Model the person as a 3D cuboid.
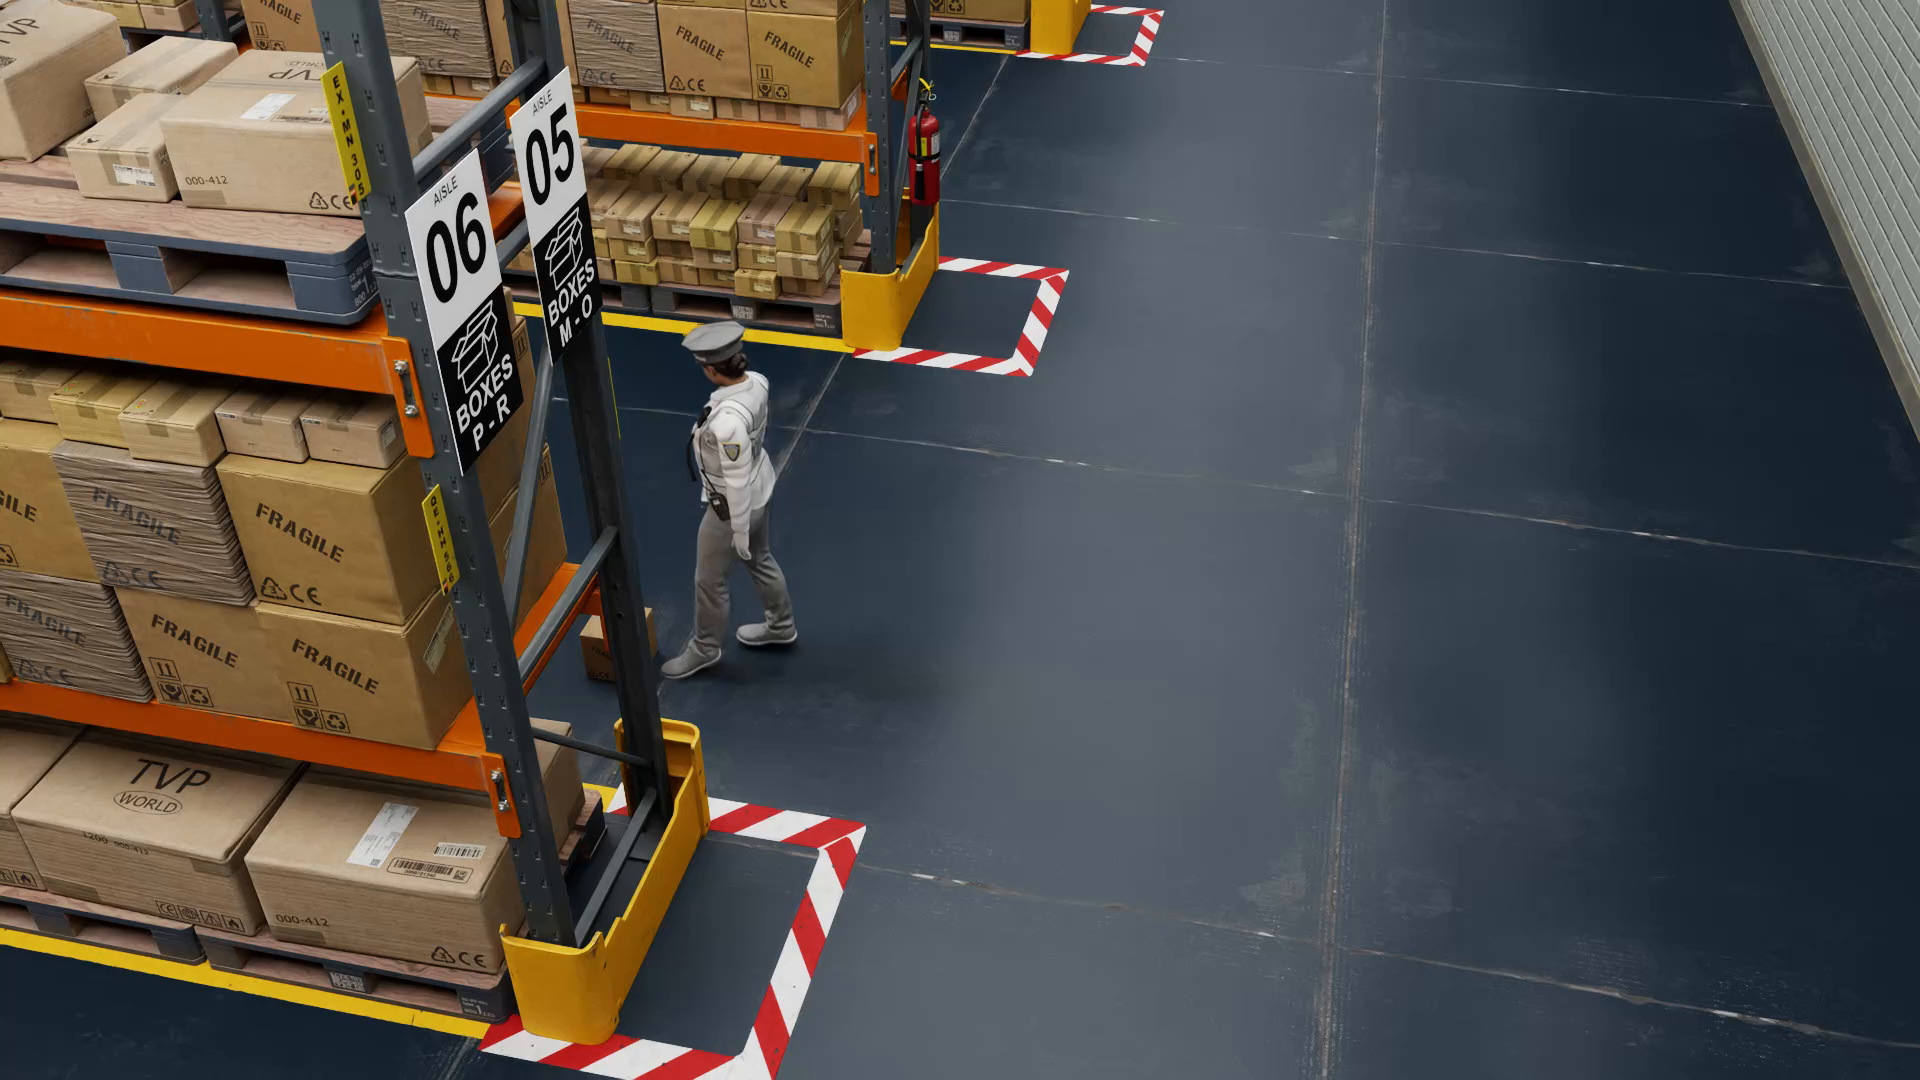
[{"bbox_3d":[-1.042,-0.169,7.171,0.572,1.684,0.523,5,37,7],"label":"person"}]
